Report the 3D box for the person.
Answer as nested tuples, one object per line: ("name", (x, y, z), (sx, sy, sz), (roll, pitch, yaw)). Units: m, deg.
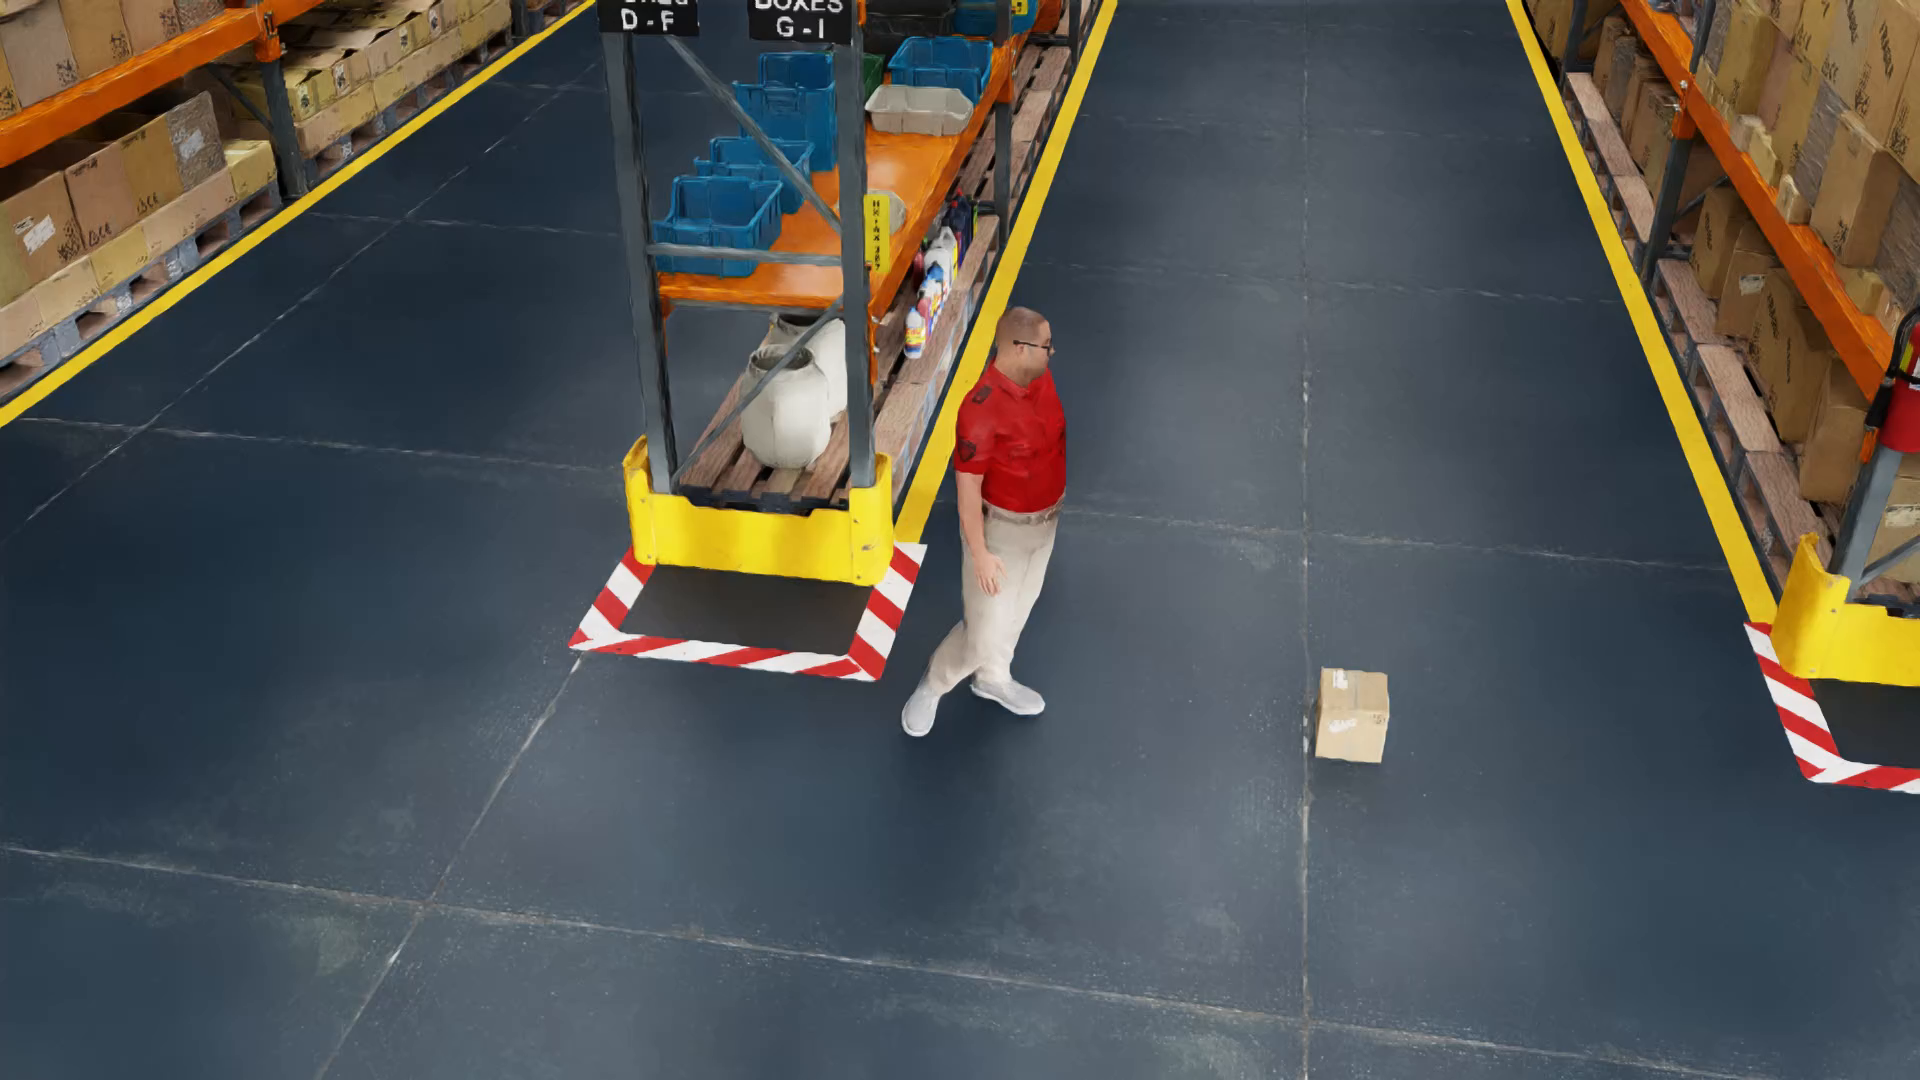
("person", (0.113, -0.048, 6.198), (0.487, 1.718, 0.719), (22, 38, 31))
